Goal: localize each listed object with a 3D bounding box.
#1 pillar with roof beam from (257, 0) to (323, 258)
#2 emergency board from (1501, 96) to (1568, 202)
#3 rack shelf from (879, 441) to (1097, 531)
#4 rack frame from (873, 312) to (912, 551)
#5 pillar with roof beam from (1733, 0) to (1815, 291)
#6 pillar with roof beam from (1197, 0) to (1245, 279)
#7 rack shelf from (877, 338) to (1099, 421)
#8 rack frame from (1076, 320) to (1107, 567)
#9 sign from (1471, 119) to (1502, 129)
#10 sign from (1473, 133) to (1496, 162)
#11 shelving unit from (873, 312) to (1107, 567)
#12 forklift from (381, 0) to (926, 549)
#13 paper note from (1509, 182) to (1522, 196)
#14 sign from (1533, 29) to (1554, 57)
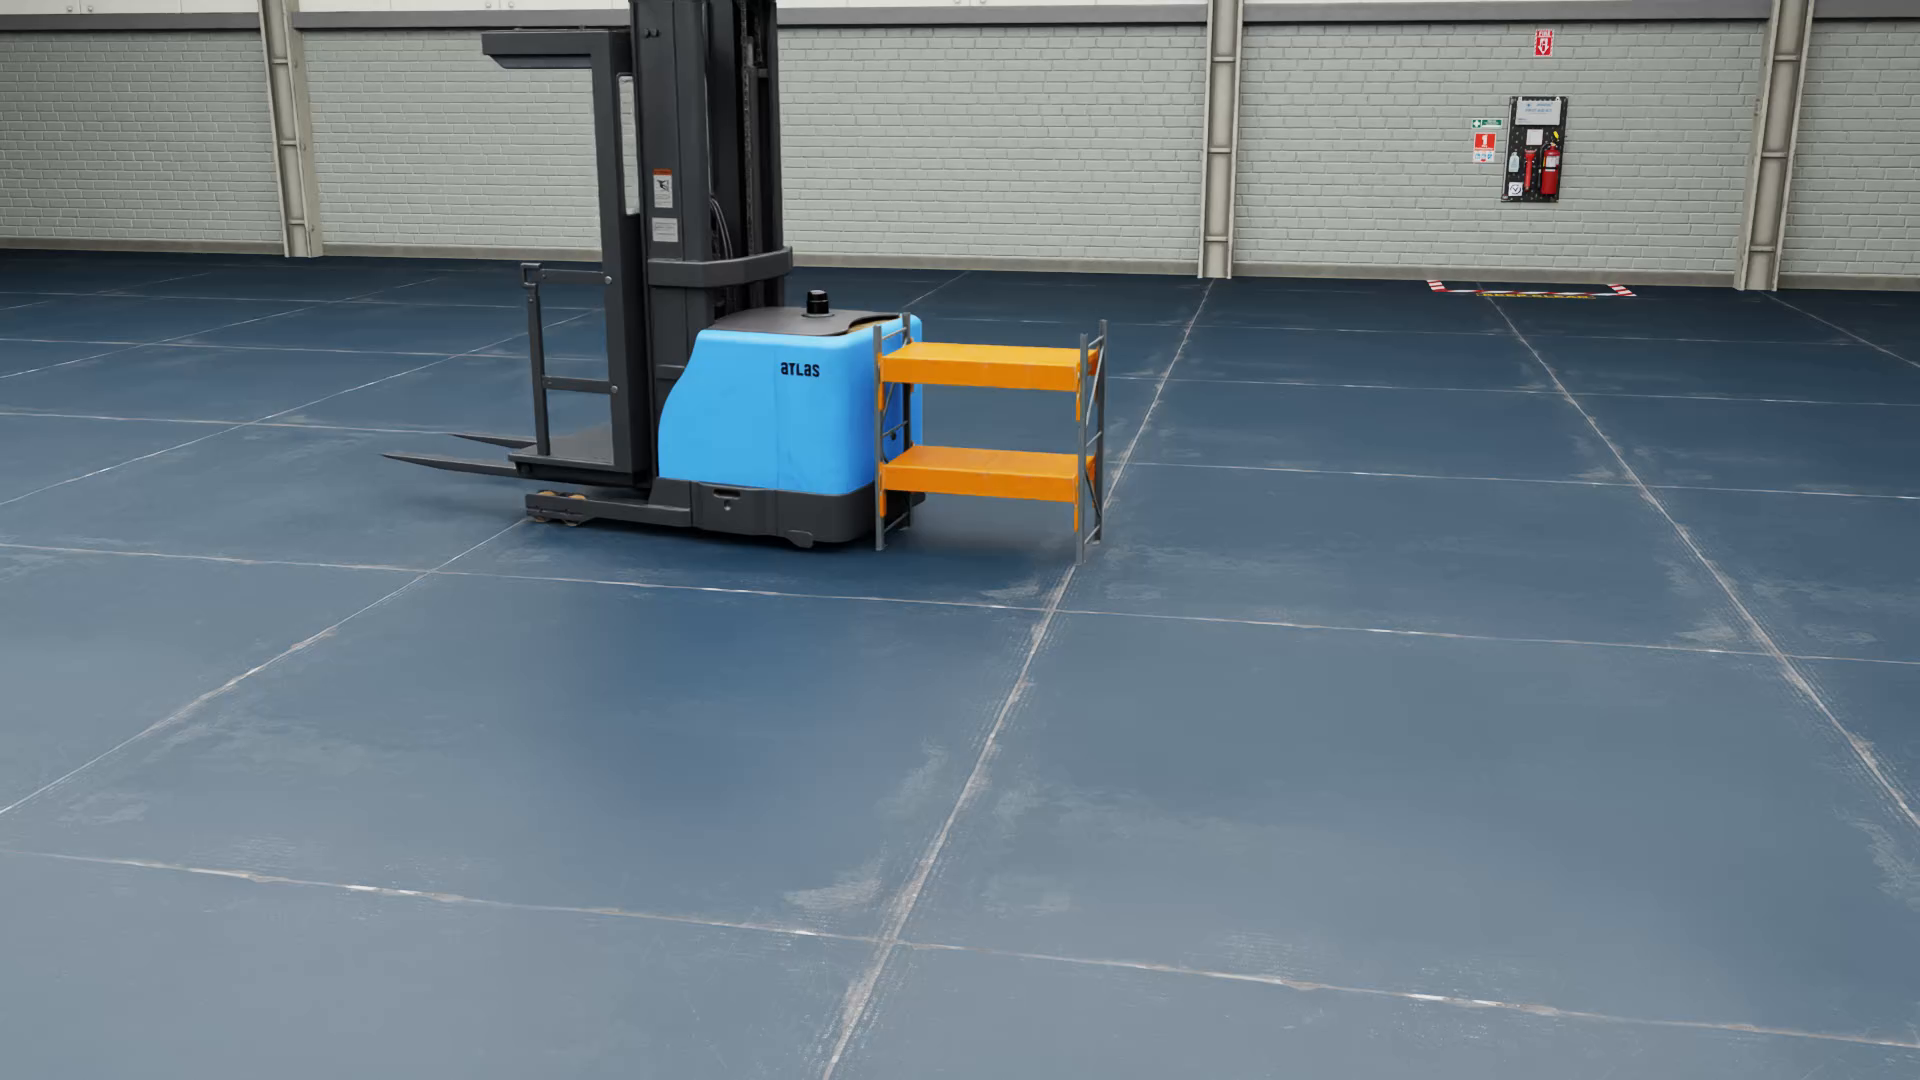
[{"bbox_3d":[-9.576,-6.987,16.858,0.400,9.000,9.100,3,16,11],"label":"pillar with roof beam"},{"bbox_3d":[6.506,-4.406,18.778,0.643,1.169,0.194,3,16,11],"label":"emergency board"},{"bbox_3d":[0.153,-0.278,8.305,1.000,0.278,0.538,4,16,15],"label":"rack shelf"},{"bbox_3d":[-0.335,-0.551,8.375,0.032,1.125,0.500,4,16,15],"label":"rack frame"},{"bbox_3d":[8.063,-6.029,13.401,0.400,9.000,9.100,3,16,11],"label":"pillar with roof beam"},{"bbox_3d":[2.183,-6.349,14.554,0.400,9.000,9.100,3,16,11],"label":"pillar with roof beam"},{"bbox_3d":[0.153,-0.796,8.162,1.000,0.278,0.538,4,16,15],"label":"rack shelf"},{"bbox_3d":[0.642,-0.476,8.105,0.032,1.125,0.500,4,16,15],"label":"rack frame"},{"bbox_3d":[5.988,-4.732,18.897,0.331,0.109,0.001,3,16,11],"label":"sign"},{"bbox_3d":[5.985,-4.479,18.977,0.234,0.329,0.001,3,16,11],"label":"sign"},{"bbox_3d":[0.153,-0.514,8.240,1.048,1.125,0.538,4,16,15],"label":"shelving unit"},{"bbox_3d":[-1.753,-1.606,8.799,3.031,2.935,1.130,6,17,22],"label":"forklift"},{"bbox_3d":[6.347,-4.009,18.995,0.142,0.148,0.016,3,16,11],"label":"paper note"},{"bbox_3d":[6.518,-5.549,18.565,0.199,0.298,0.001,3,16,11],"label":"sign"}]
